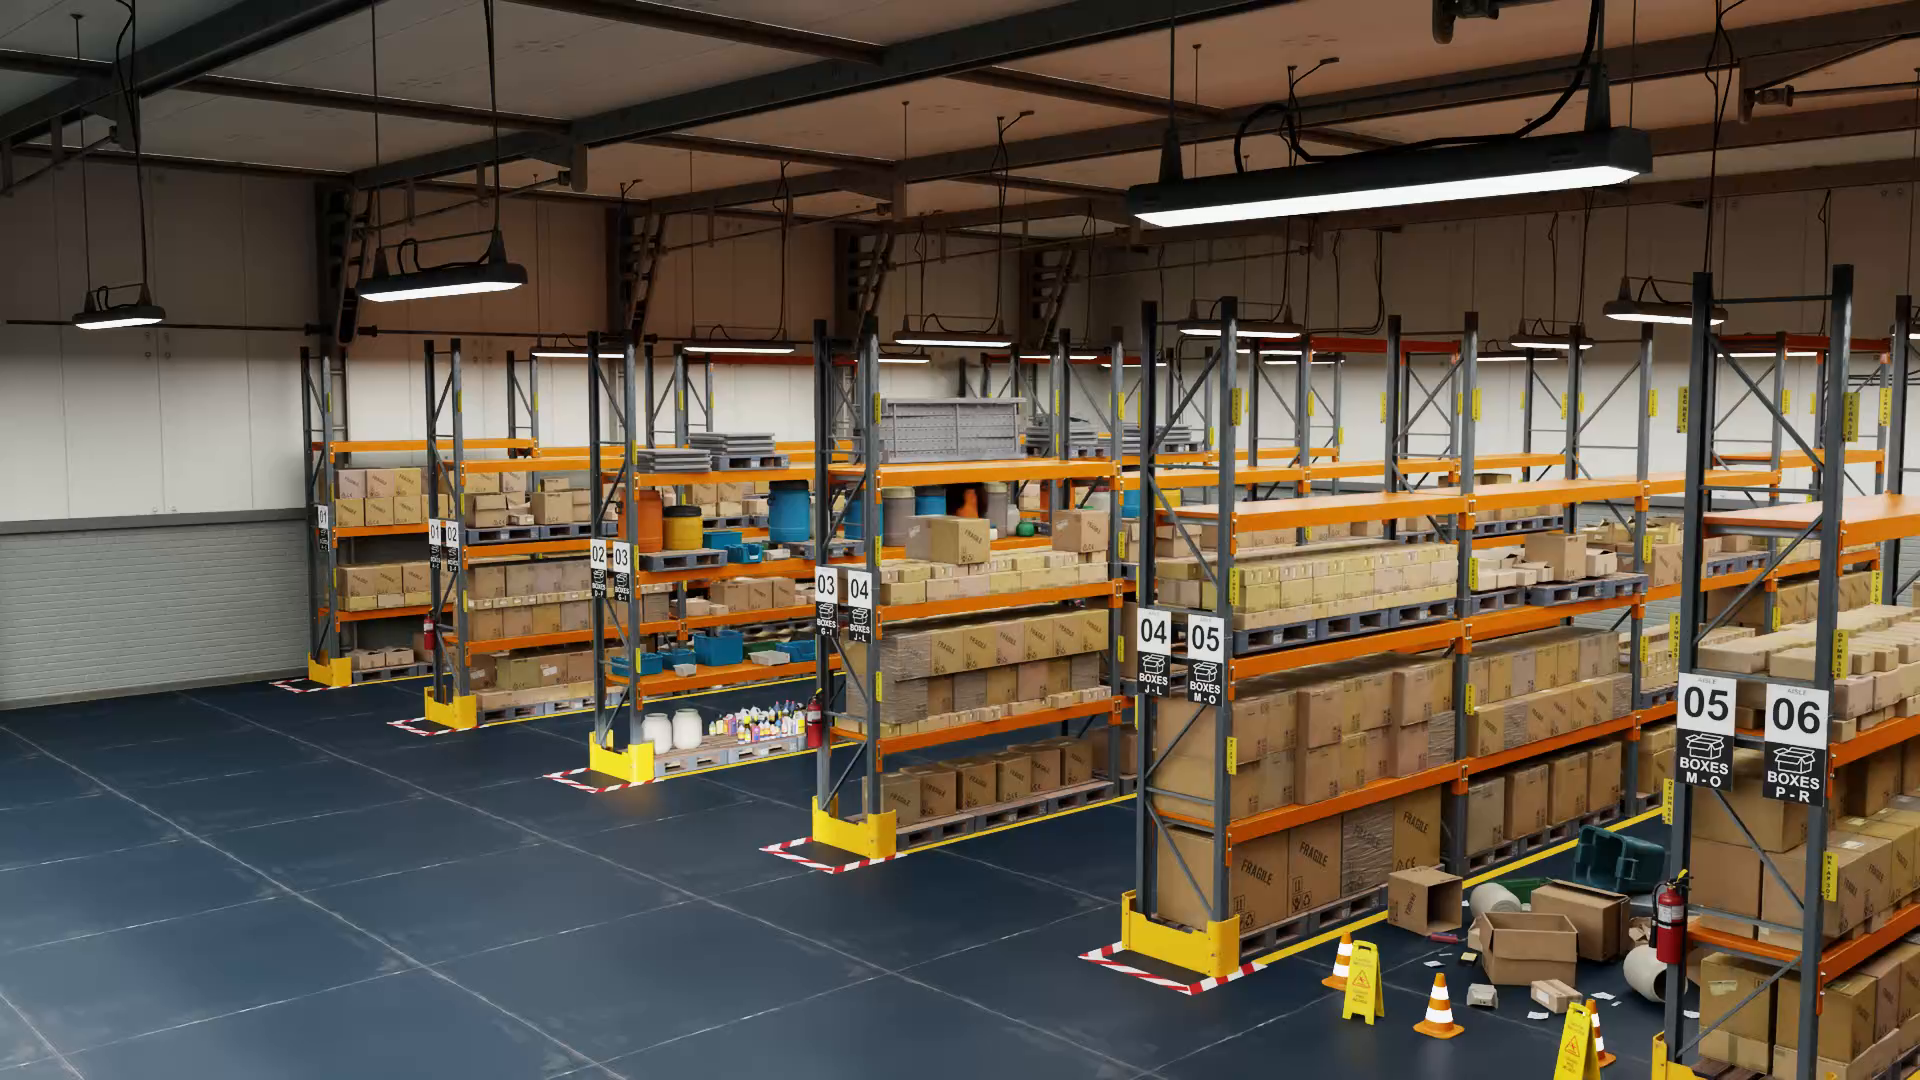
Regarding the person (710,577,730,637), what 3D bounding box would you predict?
[{"bbox_3d":[-4.567,1.444,32.419,0.712,1.764,0.918,3,6,35],"label":"person"}]
